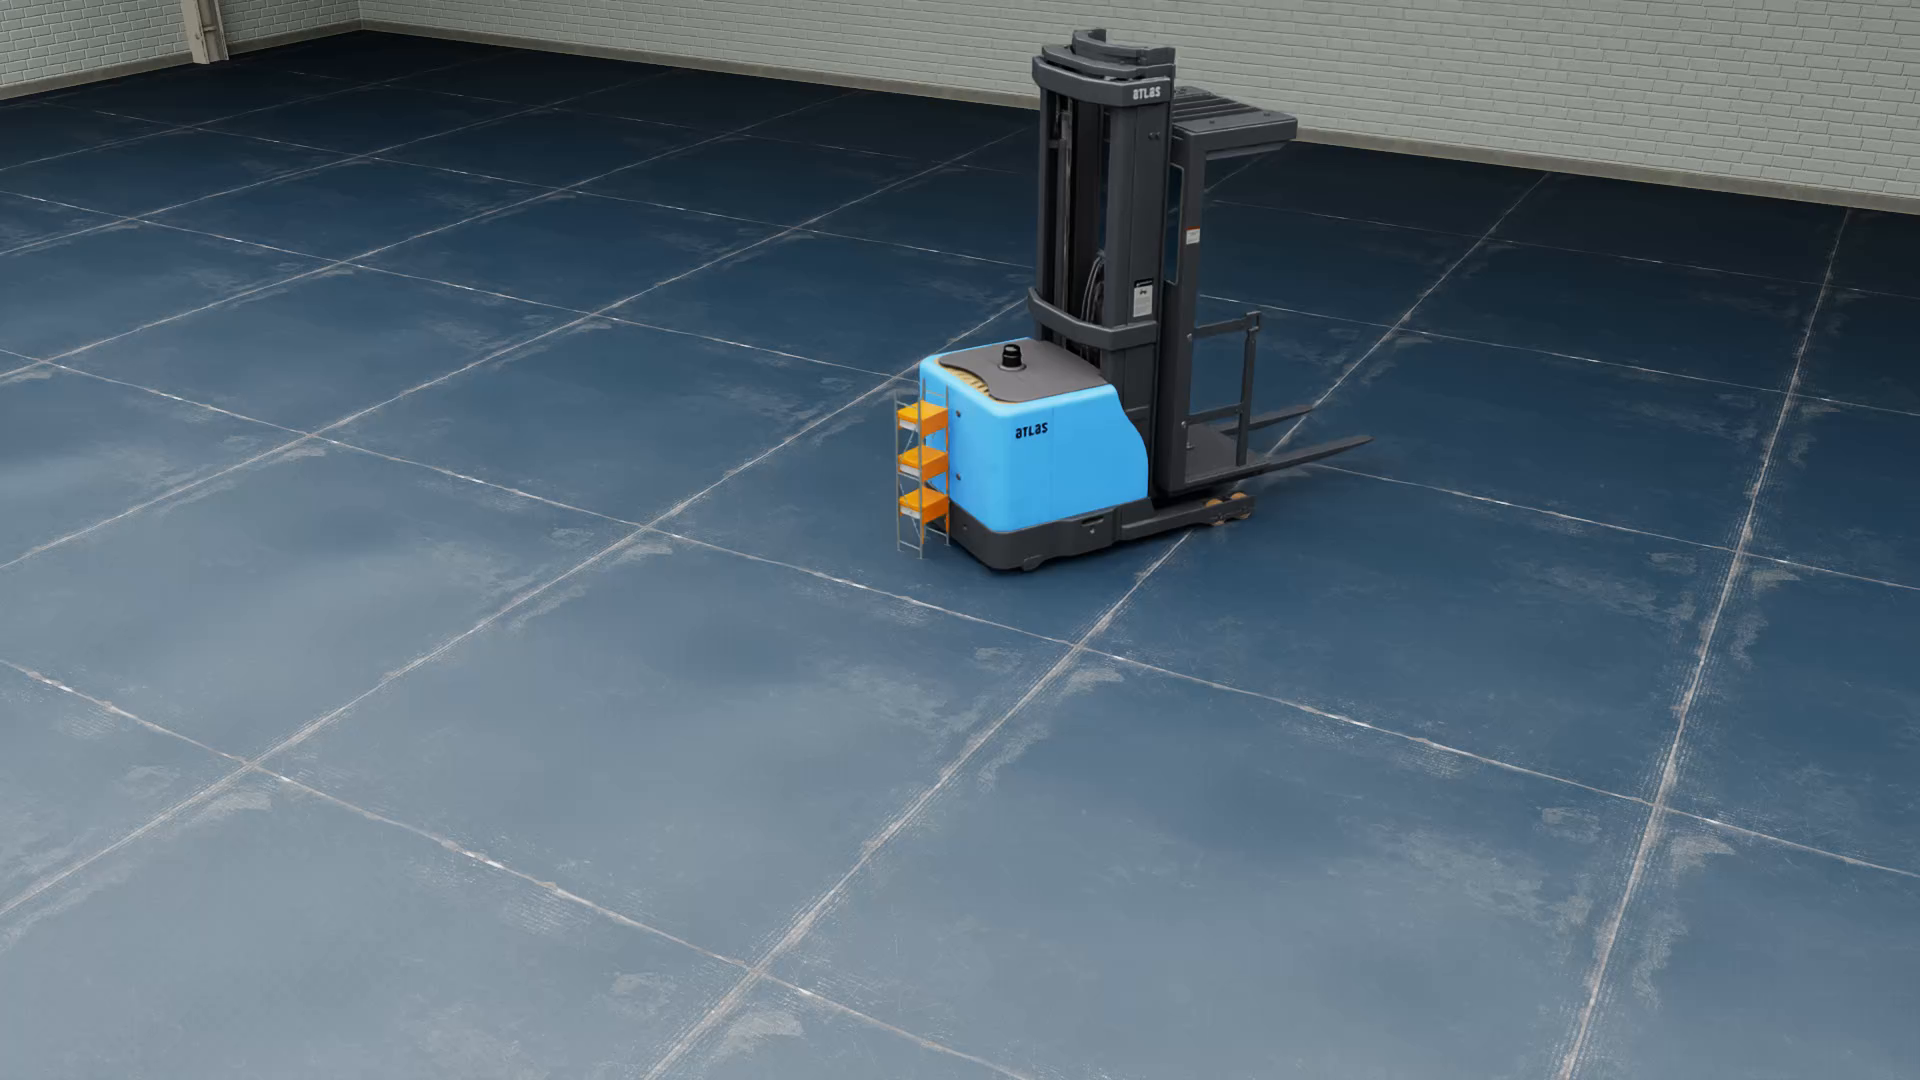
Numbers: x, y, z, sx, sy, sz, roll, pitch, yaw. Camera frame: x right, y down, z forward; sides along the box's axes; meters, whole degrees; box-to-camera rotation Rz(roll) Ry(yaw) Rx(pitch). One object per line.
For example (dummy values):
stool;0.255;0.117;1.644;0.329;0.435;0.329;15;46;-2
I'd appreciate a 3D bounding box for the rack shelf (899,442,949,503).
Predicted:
rack shelf;-0.223;-0.406;9.911;0.215;0.259;0.240;21;33;35

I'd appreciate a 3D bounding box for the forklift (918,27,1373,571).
forklift;1.279;-1.590;10.152;3.031;2.935;1.130;-14;30;-26

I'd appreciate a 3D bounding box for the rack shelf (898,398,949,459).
rack shelf;-0.223;-0.659;9.784;0.215;0.259;0.240;21;33;35

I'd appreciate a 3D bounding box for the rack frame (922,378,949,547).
rack frame;-0.144;-0.457;9.989;0.200;1.050;0.008;21;33;35

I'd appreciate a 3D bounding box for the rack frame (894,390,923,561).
rack frame;-0.303;-0.373;9.823;0.200;1.050;0.008;21;33;35

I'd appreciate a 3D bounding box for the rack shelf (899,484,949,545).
rack shelf;-0.223;-0.157;10.035;0.215;0.259;0.240;21;33;35

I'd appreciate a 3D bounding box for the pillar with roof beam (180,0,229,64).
pillar with roof beam;-7.132;-10.036;20.246;9.100;9.000;0.400;14;30;26

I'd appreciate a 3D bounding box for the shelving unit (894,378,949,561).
shelving unit;-0.223;-0.415;9.906;0.215;1.050;0.252;21;33;35
